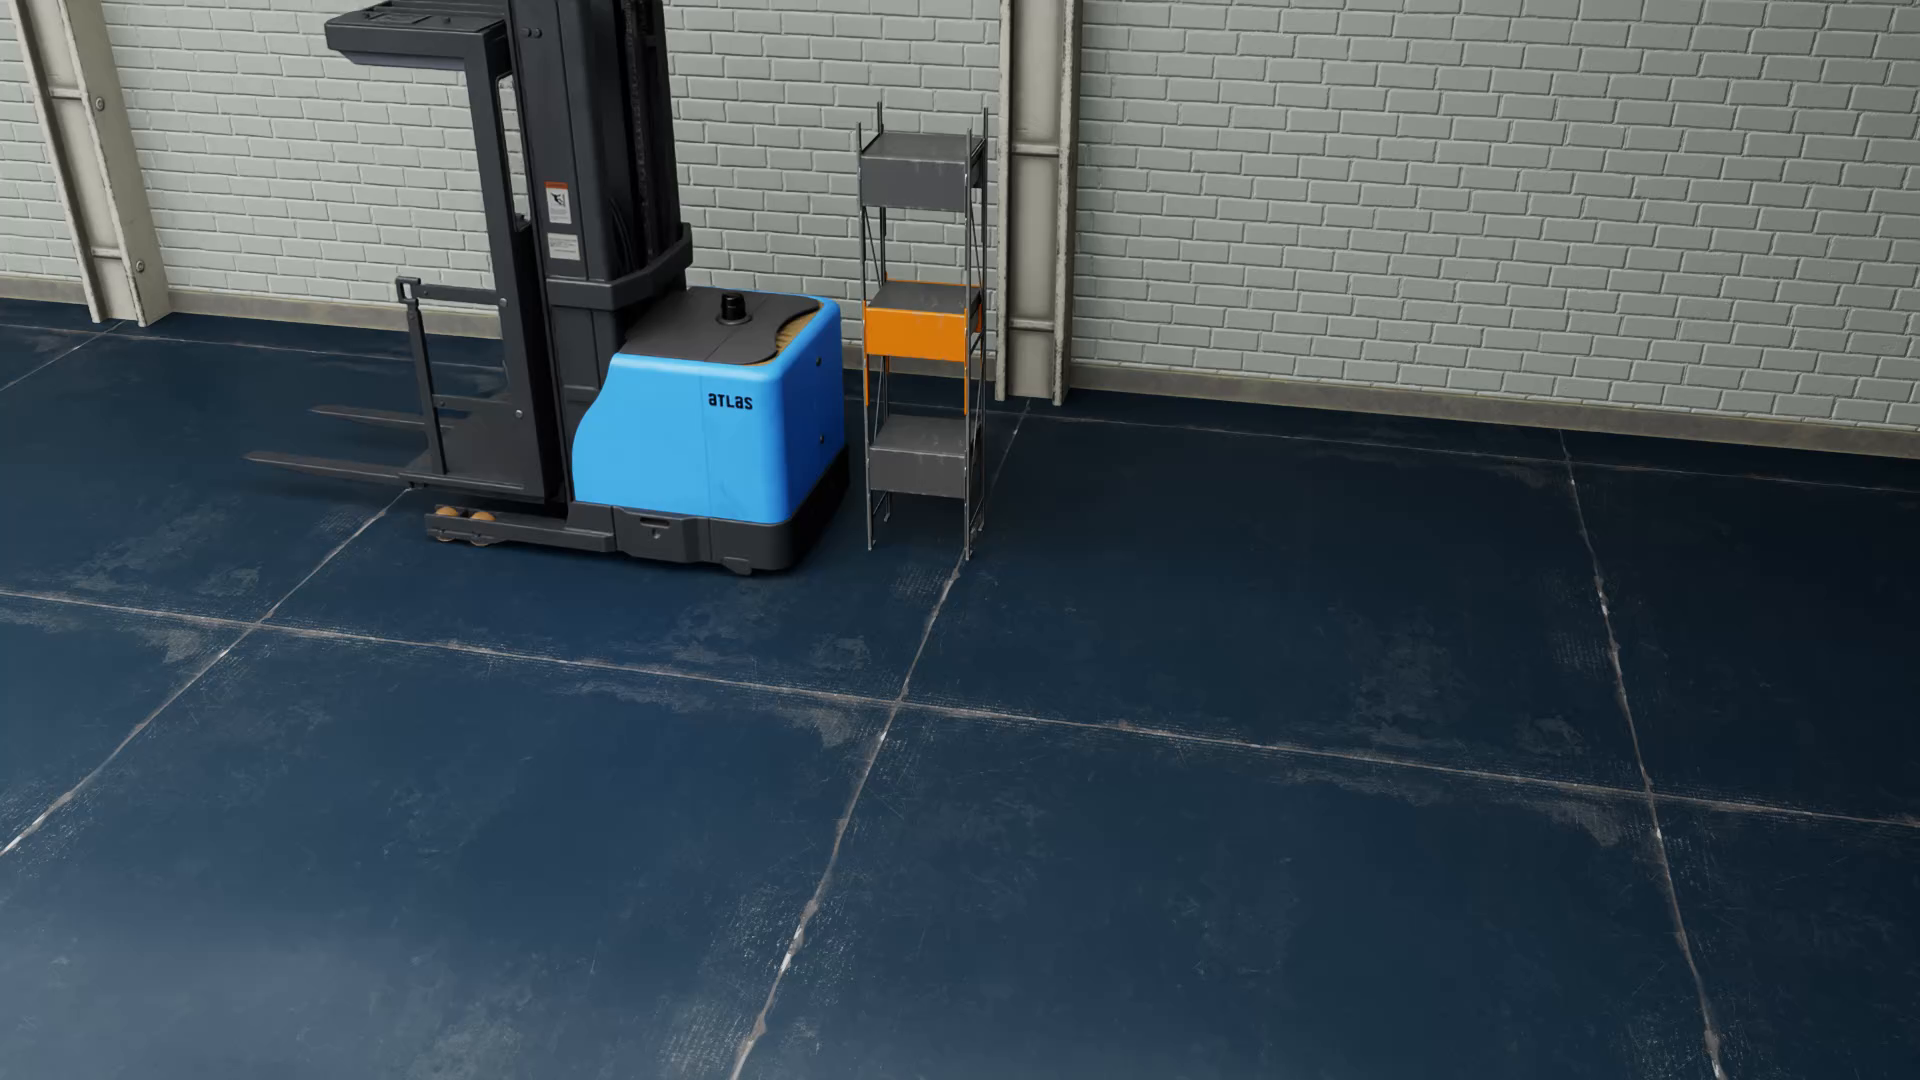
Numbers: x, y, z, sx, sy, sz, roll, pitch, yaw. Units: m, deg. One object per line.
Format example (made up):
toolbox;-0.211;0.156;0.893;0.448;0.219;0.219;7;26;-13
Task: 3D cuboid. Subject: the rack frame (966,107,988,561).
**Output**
rack frame;0.077;-0.913;7.731;0.015;2.100;0.400;6;29;11

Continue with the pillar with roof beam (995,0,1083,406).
pillar with roof beam;-0.468;-2.799;3.991;0.400;9.000;9.100;6;29;11

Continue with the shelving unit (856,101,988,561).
shelving unit;-0.162;-0.938;7.776;0.503;2.100;0.431;6;29;11

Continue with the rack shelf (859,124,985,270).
rack shelf;-0.162;-1.540;7.447;0.480;0.518;0.431;6;29;11

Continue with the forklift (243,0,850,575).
forklift;-2.148;-1.492;7.922;3.031;2.935;1.130;7;29;12

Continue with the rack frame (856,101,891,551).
rack frame;-0.401;-0.962;7.821;0.015;2.100;0.400;6;29;11

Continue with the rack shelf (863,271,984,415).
rack shelf;-0.162;-0.926;7.783;0.480;0.518;0.431;6;29;11

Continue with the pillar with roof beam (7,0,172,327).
pillar with roof beam;-6.336;-3.400;5.090;0.400;9.000;9.100;6;29;11

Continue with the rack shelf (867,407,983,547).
rack shelf;-0.162;-0.312;8.119;0.480;0.518;0.431;6;29;11
